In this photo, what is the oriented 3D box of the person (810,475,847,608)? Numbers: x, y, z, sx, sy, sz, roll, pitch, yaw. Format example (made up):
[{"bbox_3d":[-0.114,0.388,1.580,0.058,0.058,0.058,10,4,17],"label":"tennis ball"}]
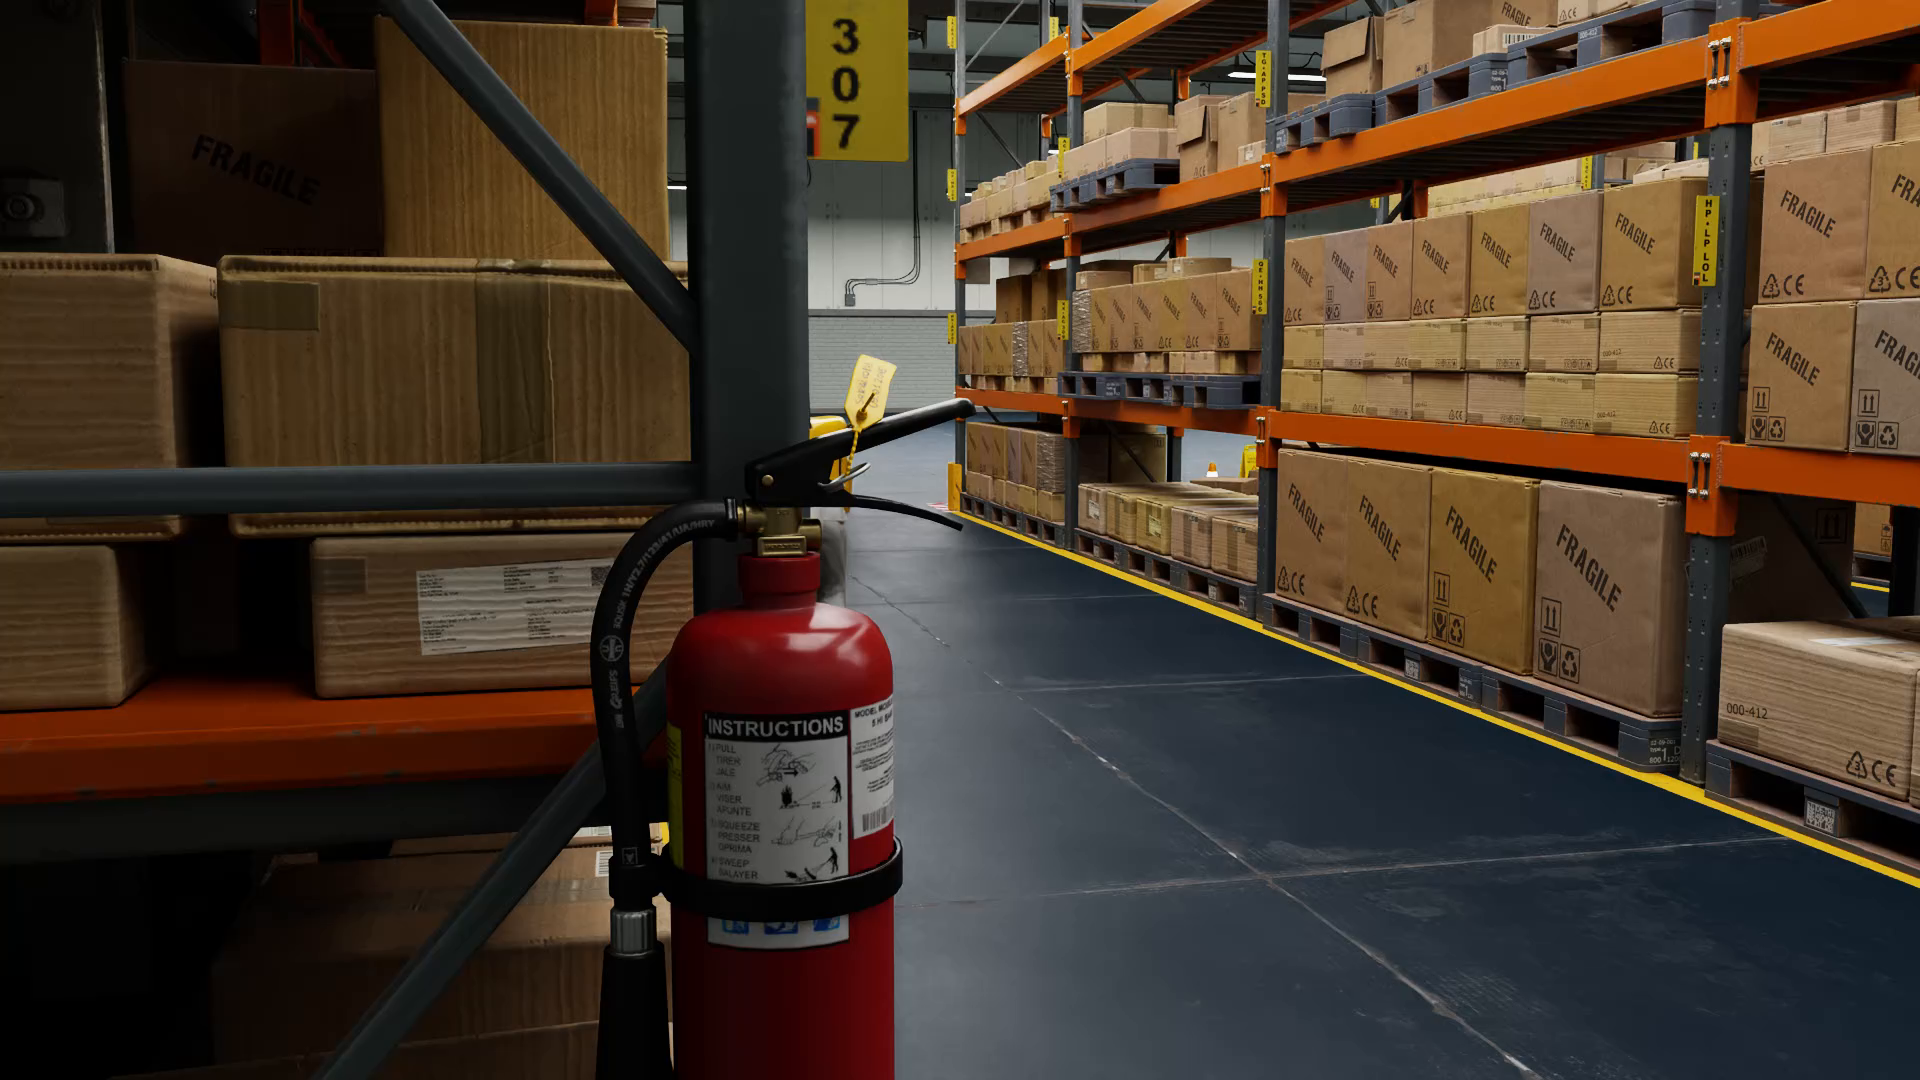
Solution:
[{"bbox_3d":[-0.808,0.088,8.316,0.414,1.252,0.833,-2,6,-16],"label":"person"}]
